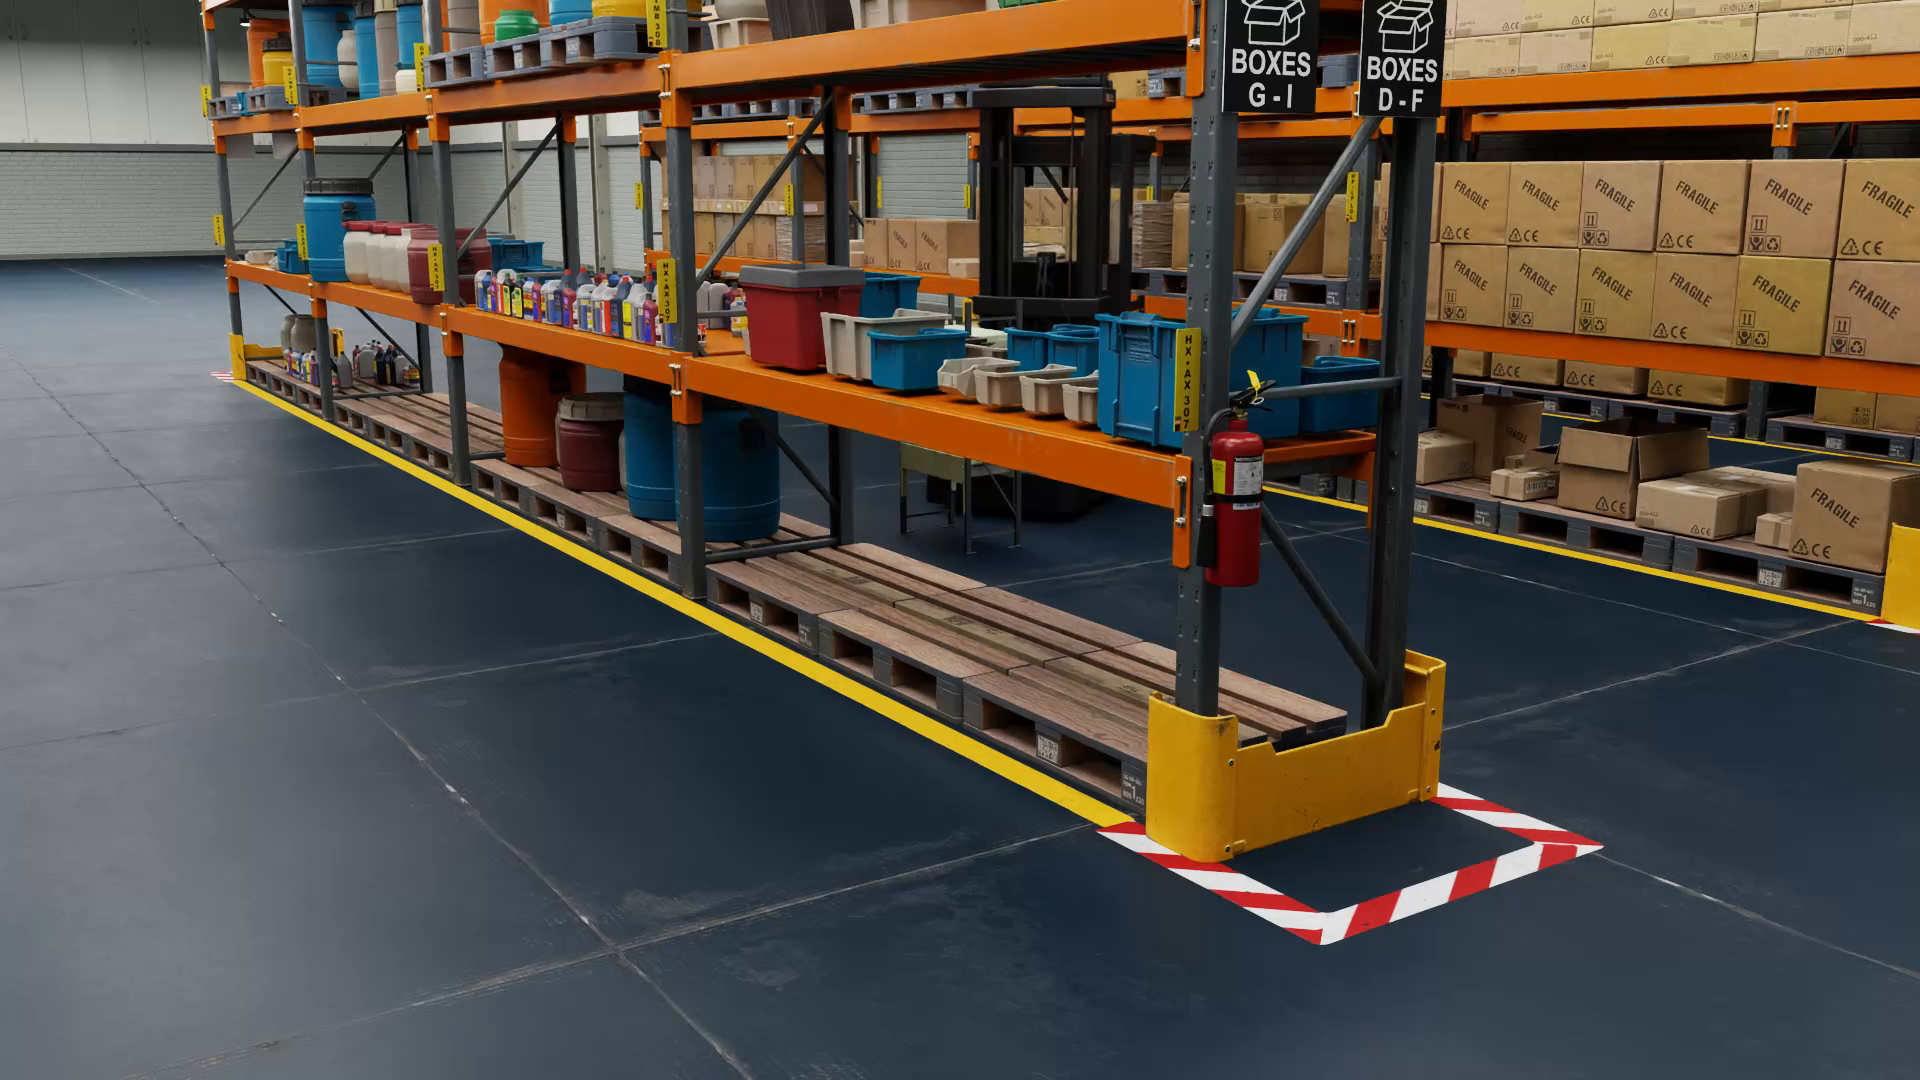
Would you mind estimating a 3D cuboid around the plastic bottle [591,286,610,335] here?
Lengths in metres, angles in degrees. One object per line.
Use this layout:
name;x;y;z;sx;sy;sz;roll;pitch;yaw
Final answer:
plastic bottle;-2.089;-1.357;9.835;0.152;0.276;0.135;-8;15;-33

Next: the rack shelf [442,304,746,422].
rack shelf;-2.153;-1.211;10.563;1.077;0.370;4.000;-8;15;-33

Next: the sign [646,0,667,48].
sign;-1.504;-2.612;8.242;0.100;0.325;0.005;-8;15;-33

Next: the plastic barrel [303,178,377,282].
plastic barrel;-5.516;-2.770;14.834;0.600;0.901;0.708;-8;15;-33

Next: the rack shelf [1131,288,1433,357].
rack shelf;1.972;-1.797;13.241;1.077;0.370;4.000;-8;15;-33

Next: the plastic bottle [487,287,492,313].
plastic bottle;-3.195;-1.665;11.419;0.097;0.201;0.097;0;12;0

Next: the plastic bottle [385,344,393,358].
plastic bottle;-5.684;-1.777;16.636;0.144;0.351;0.185;-9;15;-35

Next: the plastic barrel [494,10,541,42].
plastic barrel;-2.866;-3.297;10.778;0.294;0.245;0.294;0;12;0

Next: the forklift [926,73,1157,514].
forklift;0.770;-1.875;12.075;1.130;2.935;3.031;5;13;20

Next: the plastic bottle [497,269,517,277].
plastic bottle;-3.164;-1.761;11.681;0.152;0.276;0.135;-8;15;-33

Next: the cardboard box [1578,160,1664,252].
cardboard box;3.965;-1.938;9.627;0.500;0.500;0.500;-8;14;-31

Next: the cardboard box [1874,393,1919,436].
cardboard box;7.807;-1.129;13.370;0.700;0.500;0.500;-8;15;-33

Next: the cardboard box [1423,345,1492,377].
cardboard box;5.284;-2.100;16.991;0.750;0.750;0.750;-8;15;-34

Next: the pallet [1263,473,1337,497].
pallet;2.598;-0.570;12.477;1.003;0.211;1.213;-8;15;-33

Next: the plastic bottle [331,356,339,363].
plastic bottle;-6.071;-1.651;16.234;0.152;0.276;0.135;-8;15;-33

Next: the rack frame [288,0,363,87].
rack frame;-5.477;-5.560;14.725;1.000;3.000;0.127;-8;15;-33

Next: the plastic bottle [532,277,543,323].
plastic bottle;-2.688;-1.535;10.634;0.061;0.283;0.133;-8;15;-33

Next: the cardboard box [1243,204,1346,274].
cardboard box;2.571;-2.272;12.513;0.700;0.500;0.500;-6;14;-24

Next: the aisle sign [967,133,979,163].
aisle sign;0.264;-5.761;23.599;0.394;0.787;0.004;-8;15;-33

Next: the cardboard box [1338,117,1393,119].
cardboard box;4.362;-4.619;17.601;0.500;0.311;0.500;-8;15;-33

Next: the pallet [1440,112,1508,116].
pallet;5.387;-4.356;16.680;1.213;0.211;1.003;-7;14;-30

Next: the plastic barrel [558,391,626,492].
plastic barrel;-2.350;-0.660;11.018;0.600;0.588;0.708;-8;15;-33

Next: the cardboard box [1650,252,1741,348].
cardboard box;4.260;-1.359;9.319;0.500;0.500;0.500;-8;15;-32

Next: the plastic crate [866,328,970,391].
plastic crate;-0.180;-0.778;7.149;0.416;0.233;0.300;-8;15;-33

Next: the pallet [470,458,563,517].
pallet;-2.790;-0.421;11.792;1.003;0.211;1.213;-8;15;-33

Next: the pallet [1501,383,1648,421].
pallet;6.032;-1.363;16.100;1.003;0.211;1.213;-8;15;-33

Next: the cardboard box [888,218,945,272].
cardboard box;-0.371;-2.943;16.564;0.500;0.500;0.500;-8;15;-33

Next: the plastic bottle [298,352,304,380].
plastic bottle;-6.591;-1.749;16.695;0.097;0.271;0.097;0;12;0

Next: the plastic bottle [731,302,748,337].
plastic bottle;-1.281;-1.284;9.678;0.097;0.201;0.097;0;12;0

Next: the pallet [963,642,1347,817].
pallet;0.746;0.715;6.596;1.003;0.211;1.213;-8;15;-33

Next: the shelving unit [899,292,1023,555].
shelving unit;-0.004;-0.734;10.207;0.431;1.500;0.755;-8;15;-33

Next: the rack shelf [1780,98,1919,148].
rack shelf;8.310;-3.138;12.352;1.077;0.370;4.000;-8;15;-33

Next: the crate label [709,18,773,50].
crate label;-1.015;-2.422;8.013;0.293;0.136;0.466;-8;15;-33

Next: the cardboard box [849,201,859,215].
cardboard box;-1.339;-3.652;18.287;0.380;0.149;0.250;-8;15;-33

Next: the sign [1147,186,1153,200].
sign;2.323;-4.160;20.336;0.100;0.325;0.005;-8;15;-33

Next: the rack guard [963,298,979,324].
rack guard;0.596;-3.279;24.186;1.175;0.500;0.348;-8;15;-33

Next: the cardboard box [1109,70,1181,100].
cardboard box;1.705;-3.761;13.285;0.910;0.500;0.500;-8;15;-33

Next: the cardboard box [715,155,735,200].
cardboard box;-2.437;-4.244;19.476;0.700;0.500;0.500;-8;15;-33

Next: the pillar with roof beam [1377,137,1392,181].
pillar with roof beam;1.402;-5.846;16.029;9.100;9.000;0.400;-8;15;-33

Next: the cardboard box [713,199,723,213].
cardboard box;-2.679;-3.924;19.531;0.380;0.149;0.250;-8;15;-32

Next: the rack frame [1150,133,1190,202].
rack frame;2.770;-3.802;20.728;1.000;3.000;0.127;-8;15;-33

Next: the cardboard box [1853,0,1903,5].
cardboard box;4.800;-2.779;8.206;0.500;0.250;0.500;-8;15;-33

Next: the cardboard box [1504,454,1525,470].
cardboard box;3.890;-0.487;11.213;0.380;0.149;0.250;-8;15;-33

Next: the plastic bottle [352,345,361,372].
plastic bottle;-6.283;-1.894;17.328;0.061;0.283;0.133;-8;15;-33

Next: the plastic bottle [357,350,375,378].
plastic bottle;-6.029;-1.794;16.889;0.152;0.276;0.135;-8;15;-33

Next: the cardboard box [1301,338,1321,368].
cardboard box;2.461;-1.445;13.016;0.500;0.250;0.500;-8;15;-33

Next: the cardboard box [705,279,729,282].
cardboard box;-3.177;-2.945;20.503;0.500;0.500;0.500;-8;15;-33

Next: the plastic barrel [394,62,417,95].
plastic barrel;-4.160;-3.515;12.715;0.301;0.262;0.301;0;12;0

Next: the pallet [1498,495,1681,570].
pallet;4.140;-0.091;10.283;1.003;0.211;1.213;-8;15;-33
